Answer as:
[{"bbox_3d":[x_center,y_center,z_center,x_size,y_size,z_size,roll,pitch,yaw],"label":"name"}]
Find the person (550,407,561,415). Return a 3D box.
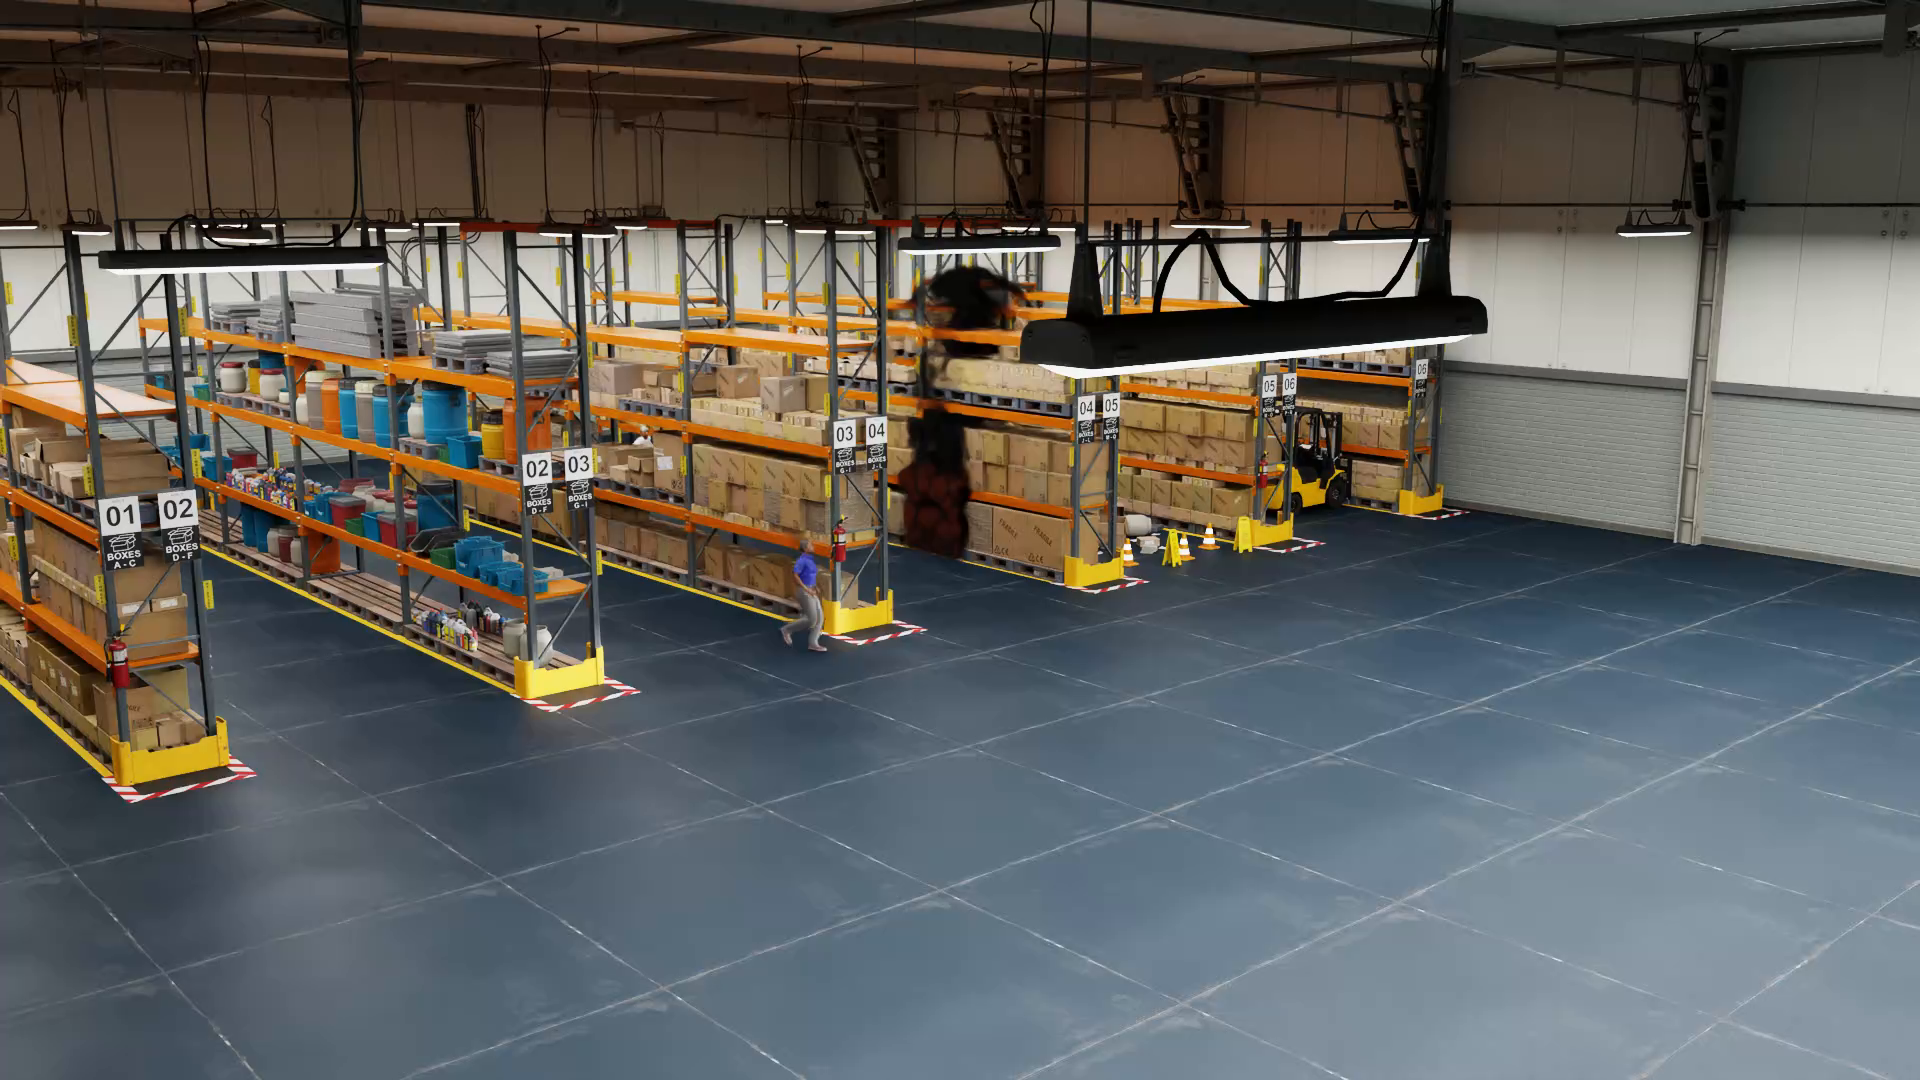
[{"bbox_3d":[-9.570,-2.263,38.794,0.804,1.745,0.833,-6,13,-27],"label":"person"}]

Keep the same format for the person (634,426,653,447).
[{"bbox_3d":[-6.757,-1.623,35.745,0.617,1.678,0.920,-9,15,-39],"label":"person"}]

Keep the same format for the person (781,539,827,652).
[{"bbox_3d":[-2.225,0.779,24.015,0.665,1.604,0.650,2,12,8],"label":"person"}]
